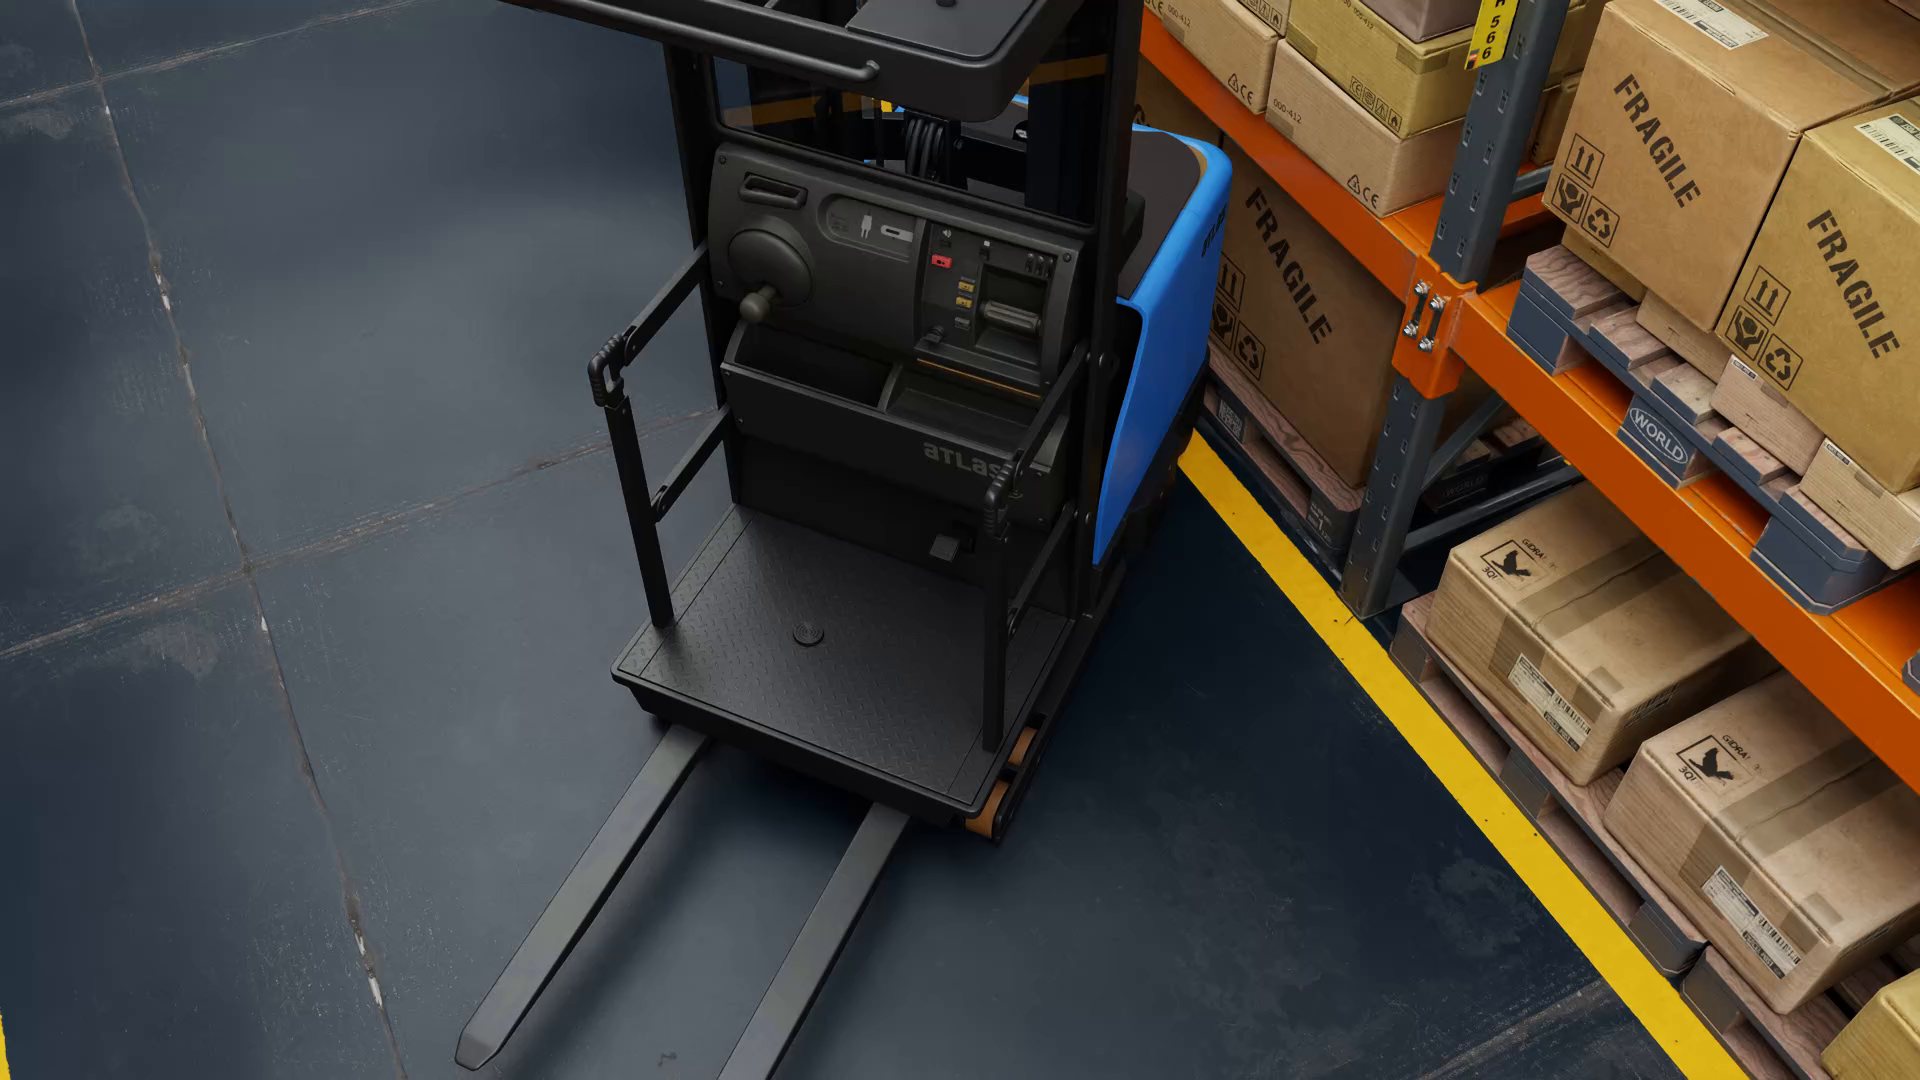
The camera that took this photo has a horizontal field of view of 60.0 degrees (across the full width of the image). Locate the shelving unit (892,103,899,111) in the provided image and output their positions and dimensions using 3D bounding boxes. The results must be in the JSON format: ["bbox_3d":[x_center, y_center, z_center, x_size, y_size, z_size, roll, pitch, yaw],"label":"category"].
[{"bbox_3d":[0.043,-1.726,5.350,0.431,2.100,0.503,-26,54,-17],"label":"shelving unit"}]

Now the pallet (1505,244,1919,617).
[{"bbox_3d":[2.047,-0.447,3.775,1.213,0.211,1.003,-21,52,-18],"label":"pallet"}]

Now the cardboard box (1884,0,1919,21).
[{"bbox_3d":[2.081,-1.011,3.598,0.500,0.500,0.500,-23,53,-19],"label":"cardboard box"}]

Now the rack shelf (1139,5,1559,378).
[{"bbox_3d":[0.711,-2.052,5.530,1.077,0.370,4.000,-21,52,-18],"label":"rack shelf"}]

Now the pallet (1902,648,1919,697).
[{"bbox_3d":[2.568,0.424,3.014,1.003,0.211,1.213,-21,52,-18],"label":"pallet"}]

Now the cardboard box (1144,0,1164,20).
[{"bbox_3d":[0.700,-1.829,4.956,0.500,0.250,0.500,-22,52,-18],"label":"cardboard box"}]

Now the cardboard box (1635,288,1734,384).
[{"bbox_3d":[1.709,-0.523,3.603,0.380,0.149,0.250,-24,53,-20],"label":"cardboard box"}]

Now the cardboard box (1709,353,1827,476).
[{"bbox_3d":[1.793,-0.324,3.429,0.380,0.149,0.250,-24,53,-20],"label":"cardboard box"}]

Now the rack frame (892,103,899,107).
[{"bbox_3d":[-0.082,-1.883,5.488,0.400,2.100,0.015,-26,54,-17],"label":"rack frame"}]

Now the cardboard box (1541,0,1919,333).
[{"bbox_3d":[1.626,-0.838,3.447,0.500,0.500,0.500,-23,53,-19],"label":"cardboard box"}]

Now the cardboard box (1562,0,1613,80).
[{"bbox_3d":[1.614,-1.490,4.328,0.500,0.250,0.500,-22,52,-18],"label":"cardboard box"}]

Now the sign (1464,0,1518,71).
[{"bbox_3d":[1.134,-1.138,3.483,0.100,0.325,0.005,-21,52,-18],"label":"sign"}]

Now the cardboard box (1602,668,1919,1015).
[{"bbox_3d":[2.221,0.649,4.156,0.950,0.372,0.625,-22,52,-18],"label":"cardboard box"}]

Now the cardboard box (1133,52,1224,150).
[{"bbox_3d":[0.980,-1.478,5.683,0.875,0.875,0.875,-21,52,-17],"label":"cardboard box"}]

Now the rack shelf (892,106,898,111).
[{"bbox_3d":[0.074,-1.270,5.899,0.431,0.518,0.480,-26,54,-17],"label":"rack shelf"}]

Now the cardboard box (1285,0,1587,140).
[{"bbox_3d":[1.179,-1.302,4.164,0.500,0.250,0.500,-21,52,-18],"label":"cardboard box"}]

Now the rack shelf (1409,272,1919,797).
[{"bbox_3d":[2.541,0.625,3.188,1.077,0.370,4.000,-21,52,-18],"label":"rack shelf"}]

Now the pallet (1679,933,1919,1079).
[{"bbox_3d":[2.537,1.307,3.967,1.003,0.211,1.213,-21,52,-18],"label":"pallet"}]

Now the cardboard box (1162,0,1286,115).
[{"bbox_3d":[0.916,-1.486,4.657,0.500,0.250,0.500,-20,52,-17],"label":"cardboard box"}]

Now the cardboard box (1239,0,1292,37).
[{"bbox_3d":[0.941,-1.644,4.463,0.500,0.250,0.500,-22,53,-18],"label":"cardboard box"}]

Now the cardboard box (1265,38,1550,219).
[{"bbox_3d":[1.164,-1.150,4.363,0.500,0.250,0.500,-23,53,-19],"label":"cardboard box"}]

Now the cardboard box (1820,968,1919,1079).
[{"bbox_3d":[2.563,1.159,3.710,0.950,0.372,0.625,-20,52,-16],"label":"cardboard box"}]

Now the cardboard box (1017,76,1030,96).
[{"bbox_3d":[0.571,-2.077,6.206,0.875,0.875,0.875,-20,52,-16],"label":"cardboard box"}]

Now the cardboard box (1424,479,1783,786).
[{"bbox_3d":[1.876,0.158,4.586,0.950,0.372,0.625,-24,53,-20],"label":"cardboard box"}]

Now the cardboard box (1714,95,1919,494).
[{"bbox_3d":[1.871,-0.492,3.145,0.500,0.500,0.500,-19,51,-16],"label":"cardboard box"}]

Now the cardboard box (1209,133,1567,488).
[{"bbox_3d":[1.384,-0.880,5.159,0.875,0.875,0.875,-22,52,-18],"label":"cardboard box"}]

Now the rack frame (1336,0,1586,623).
[{"bbox_3d":[1.626,-0.950,4.088,1.000,3.000,0.127,-21,52,-18],"label":"rack frame"}]

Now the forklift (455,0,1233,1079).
[{"bbox_3d":[-0.258,-0.535,3.771,1.130,2.935,3.031,19,51,16],"label":"forklift"}]

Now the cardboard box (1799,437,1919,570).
[{"bbox_3d":[1.901,-0.133,3.262,0.380,0.149,0.250,-21,52,-17],"label":"cardboard box"}]

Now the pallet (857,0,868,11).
[{"bbox_3d":[0.216,-2.219,7.050,1.003,0.211,1.213,-21,52,-18],"label":"pallet"}]

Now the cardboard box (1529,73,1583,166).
[{"bbox_3d":[1.626,-1.315,4.507,0.500,0.250,0.500,-22,52,-18],"label":"cardboard box"}]

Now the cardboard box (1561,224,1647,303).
[{"bbox_3d":[1.610,-0.724,3.778,0.380,0.149,0.250,-24,53,-20],"label":"cardboard box"}]

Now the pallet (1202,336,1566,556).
[{"bbox_3d":[1.332,-0.586,5.622,1.003,0.211,1.213,-21,52,-18],"label":"pallet"}]

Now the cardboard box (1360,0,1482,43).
[{"bbox_3d":[1.157,-1.568,3.898,0.500,0.500,0.500,-22,53,-18],"label":"cardboard box"}]

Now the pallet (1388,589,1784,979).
[{"bbox_3d":[1.982,0.491,4.680,1.003,0.211,1.213,-21,52,-18],"label":"pallet"}]
